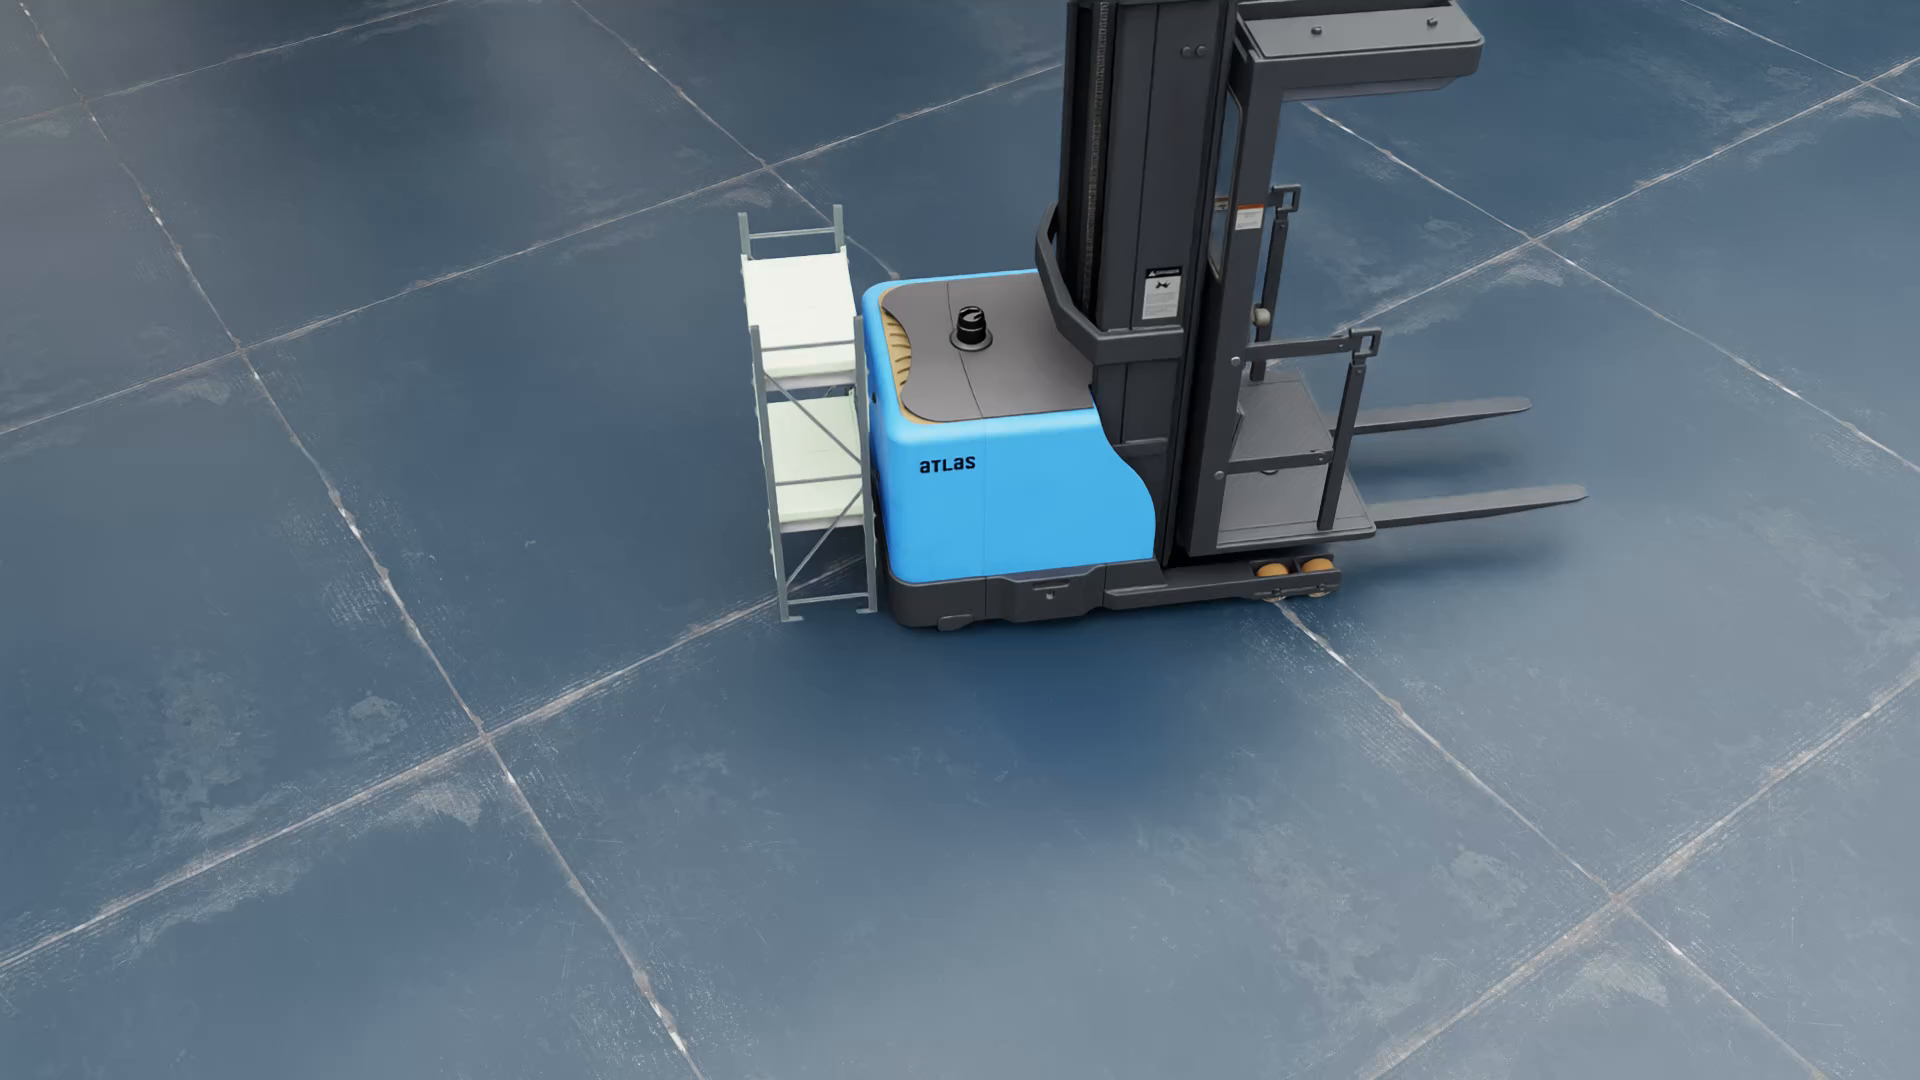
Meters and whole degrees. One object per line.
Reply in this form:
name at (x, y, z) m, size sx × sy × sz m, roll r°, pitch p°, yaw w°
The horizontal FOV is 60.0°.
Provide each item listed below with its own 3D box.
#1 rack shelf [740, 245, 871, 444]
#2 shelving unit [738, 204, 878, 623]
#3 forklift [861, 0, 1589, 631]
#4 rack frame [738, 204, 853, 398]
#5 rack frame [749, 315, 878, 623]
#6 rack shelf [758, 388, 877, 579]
rack shelf at (-0.598, -0.759, 6.385) m, size 0.431 × 0.370 × 0.720 m, roll -6°, pitch 44°, yaw -6°
shelving unit at (-0.598, -0.477, 6.655) m, size 0.431 × 1.500 × 0.755 m, roll -6°, pitch 44°, yaw -6°
forklift at (1.147, -1.158, 6.332) m, size 3.031 × 2.935 × 1.130 m, roll -6°, pitch 44°, yaw -6°
rack frame at (-0.654, -0.727, 6.916) m, size 0.400 × 1.500 × 0.023 m, roll -6°, pitch 44°, yaw -6°
rack frame at (-0.543, -0.227, 6.393) m, size 0.400 × 1.500 × 0.023 m, roll -6°, pitch 44°, yaw -6°
rack shelf at (-0.598, -0.241, 6.880) m, size 0.431 × 0.370 × 0.720 m, roll -6°, pitch 44°, yaw -6°
